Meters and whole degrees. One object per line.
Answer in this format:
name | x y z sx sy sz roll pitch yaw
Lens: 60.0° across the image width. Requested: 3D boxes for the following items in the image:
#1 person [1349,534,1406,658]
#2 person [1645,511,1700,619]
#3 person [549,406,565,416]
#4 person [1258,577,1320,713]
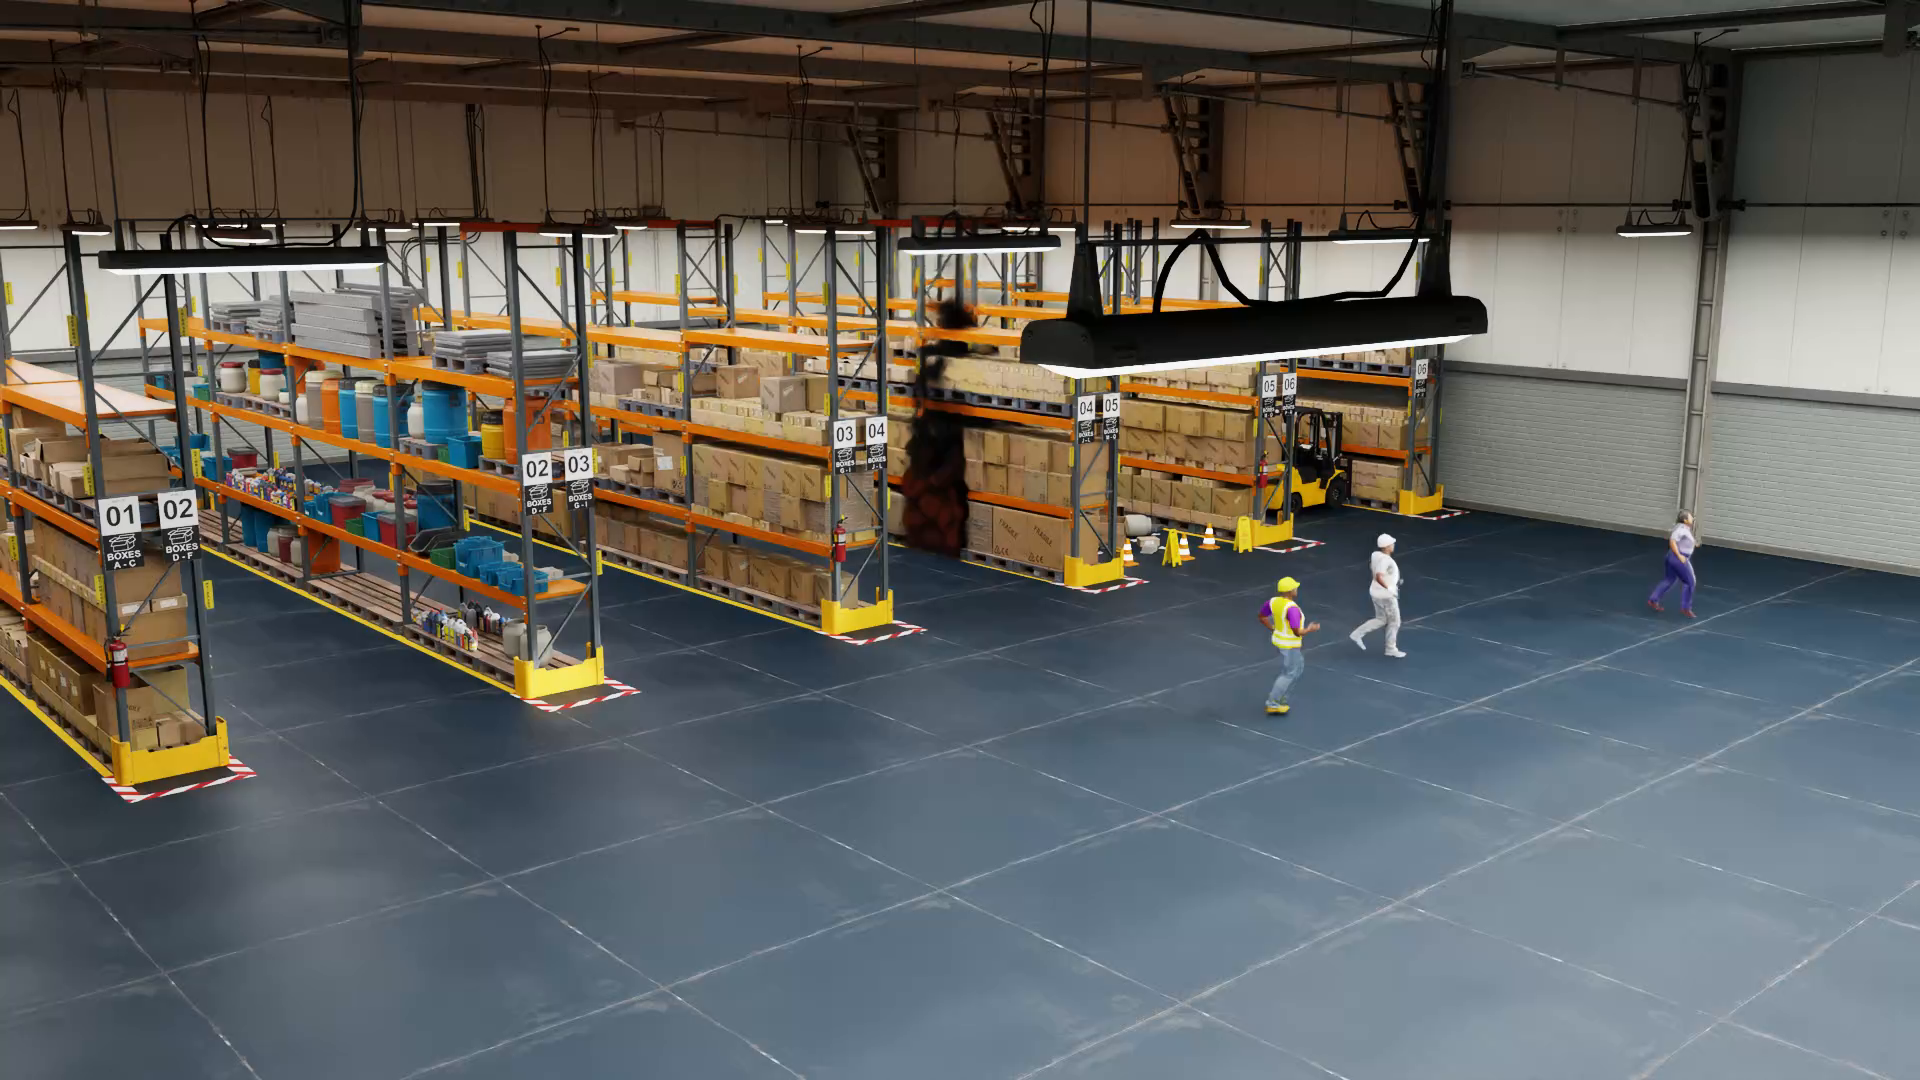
person | 5.943 0.789 23.470 0.804 1.775 0.688 -1 11 -4
person | 11.139 0.372 25.895 0.739 1.700 0.596 1 11 7
person | -9.847 -2.490 39.915 0.782 1.675 1.086 3 12 13
person | 4.152 1.326 20.892 0.649 1.772 0.677 -3 12 -13
